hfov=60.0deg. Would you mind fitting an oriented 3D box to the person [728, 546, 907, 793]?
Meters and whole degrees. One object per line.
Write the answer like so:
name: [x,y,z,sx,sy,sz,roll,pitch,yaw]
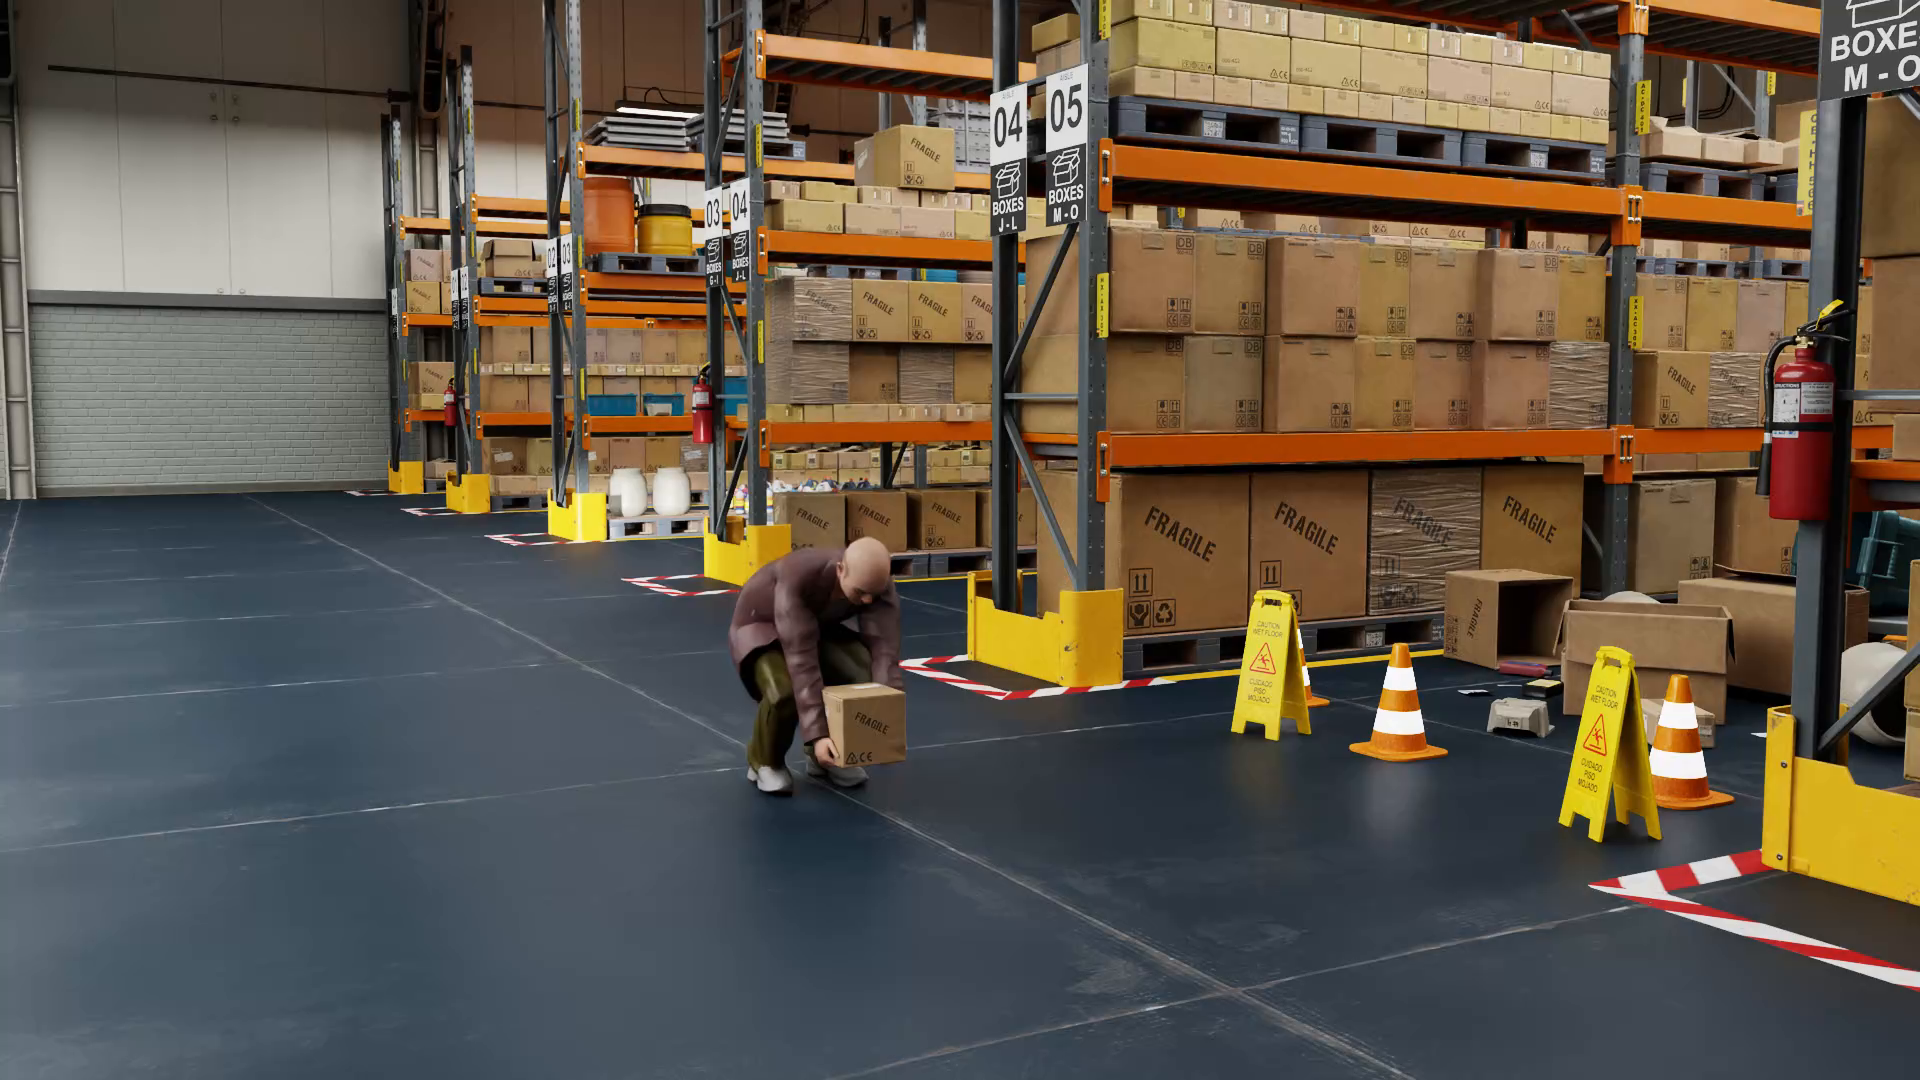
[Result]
person: [-0.560,0.487,6.348,0.586,0.953,0.849,-3,6,-30]
